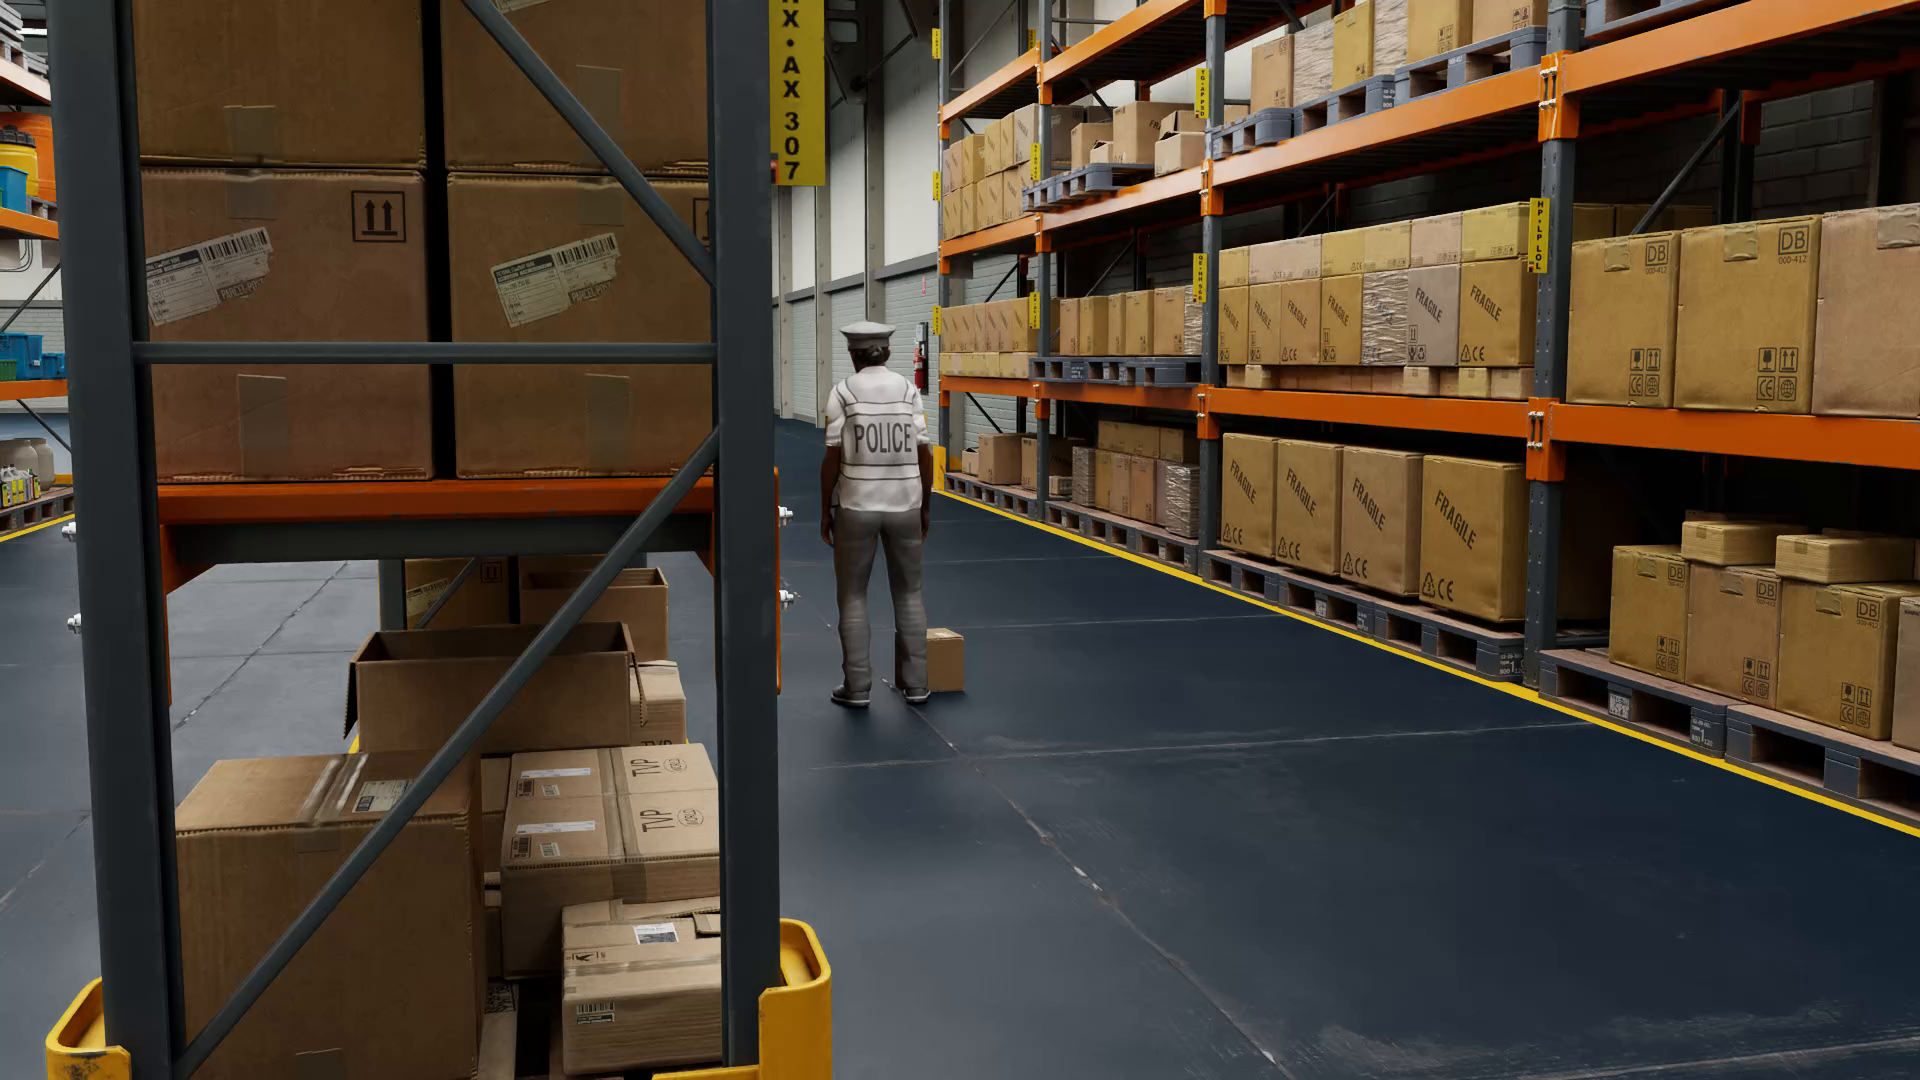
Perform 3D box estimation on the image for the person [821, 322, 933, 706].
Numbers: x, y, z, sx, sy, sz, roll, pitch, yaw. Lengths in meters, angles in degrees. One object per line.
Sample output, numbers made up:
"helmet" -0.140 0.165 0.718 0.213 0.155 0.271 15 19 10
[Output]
"person" -0.355 -0.112 7.215 0.507 1.658 0.392 -2 6 -15
